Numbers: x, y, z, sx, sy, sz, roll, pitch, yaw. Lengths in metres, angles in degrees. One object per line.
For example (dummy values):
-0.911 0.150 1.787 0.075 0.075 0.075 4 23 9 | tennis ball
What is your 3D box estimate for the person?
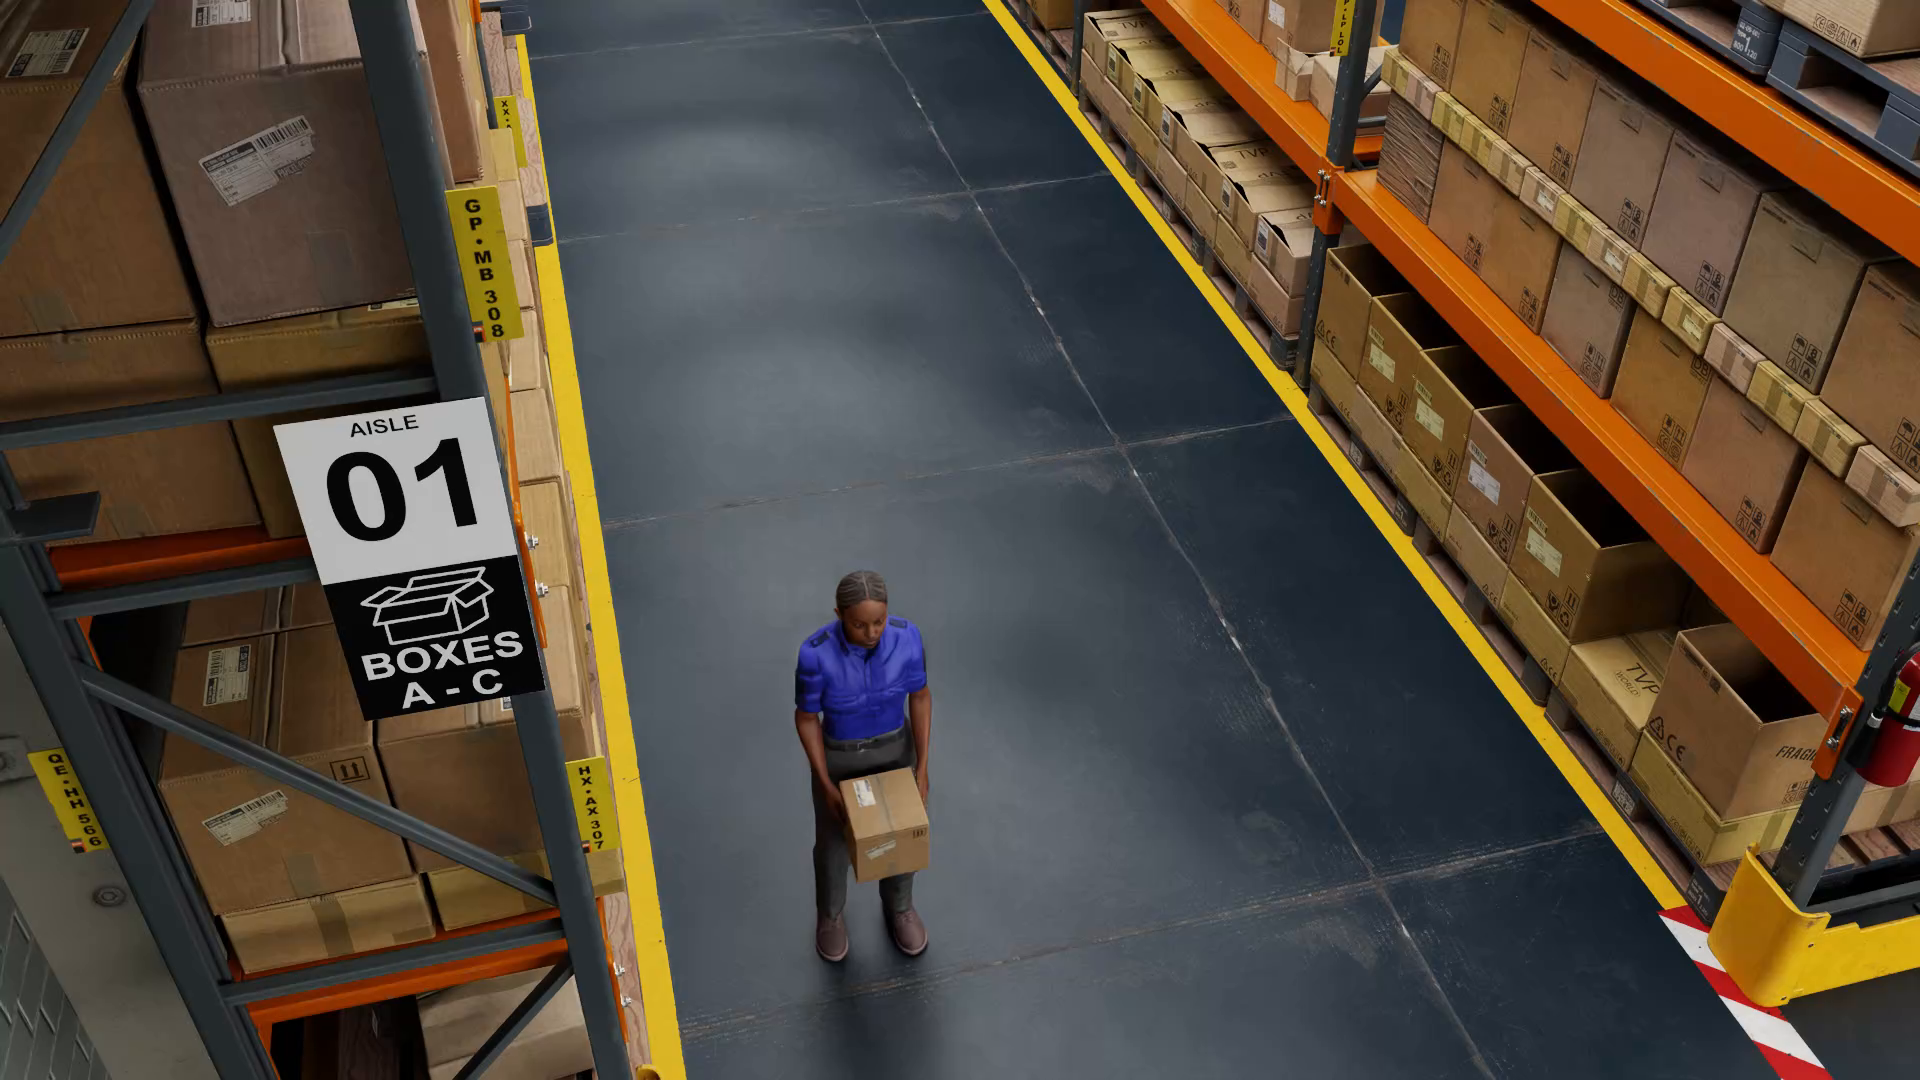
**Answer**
-0.315 0.781 5.726 0.481 1.662 0.397 -10 40 -13 | person
